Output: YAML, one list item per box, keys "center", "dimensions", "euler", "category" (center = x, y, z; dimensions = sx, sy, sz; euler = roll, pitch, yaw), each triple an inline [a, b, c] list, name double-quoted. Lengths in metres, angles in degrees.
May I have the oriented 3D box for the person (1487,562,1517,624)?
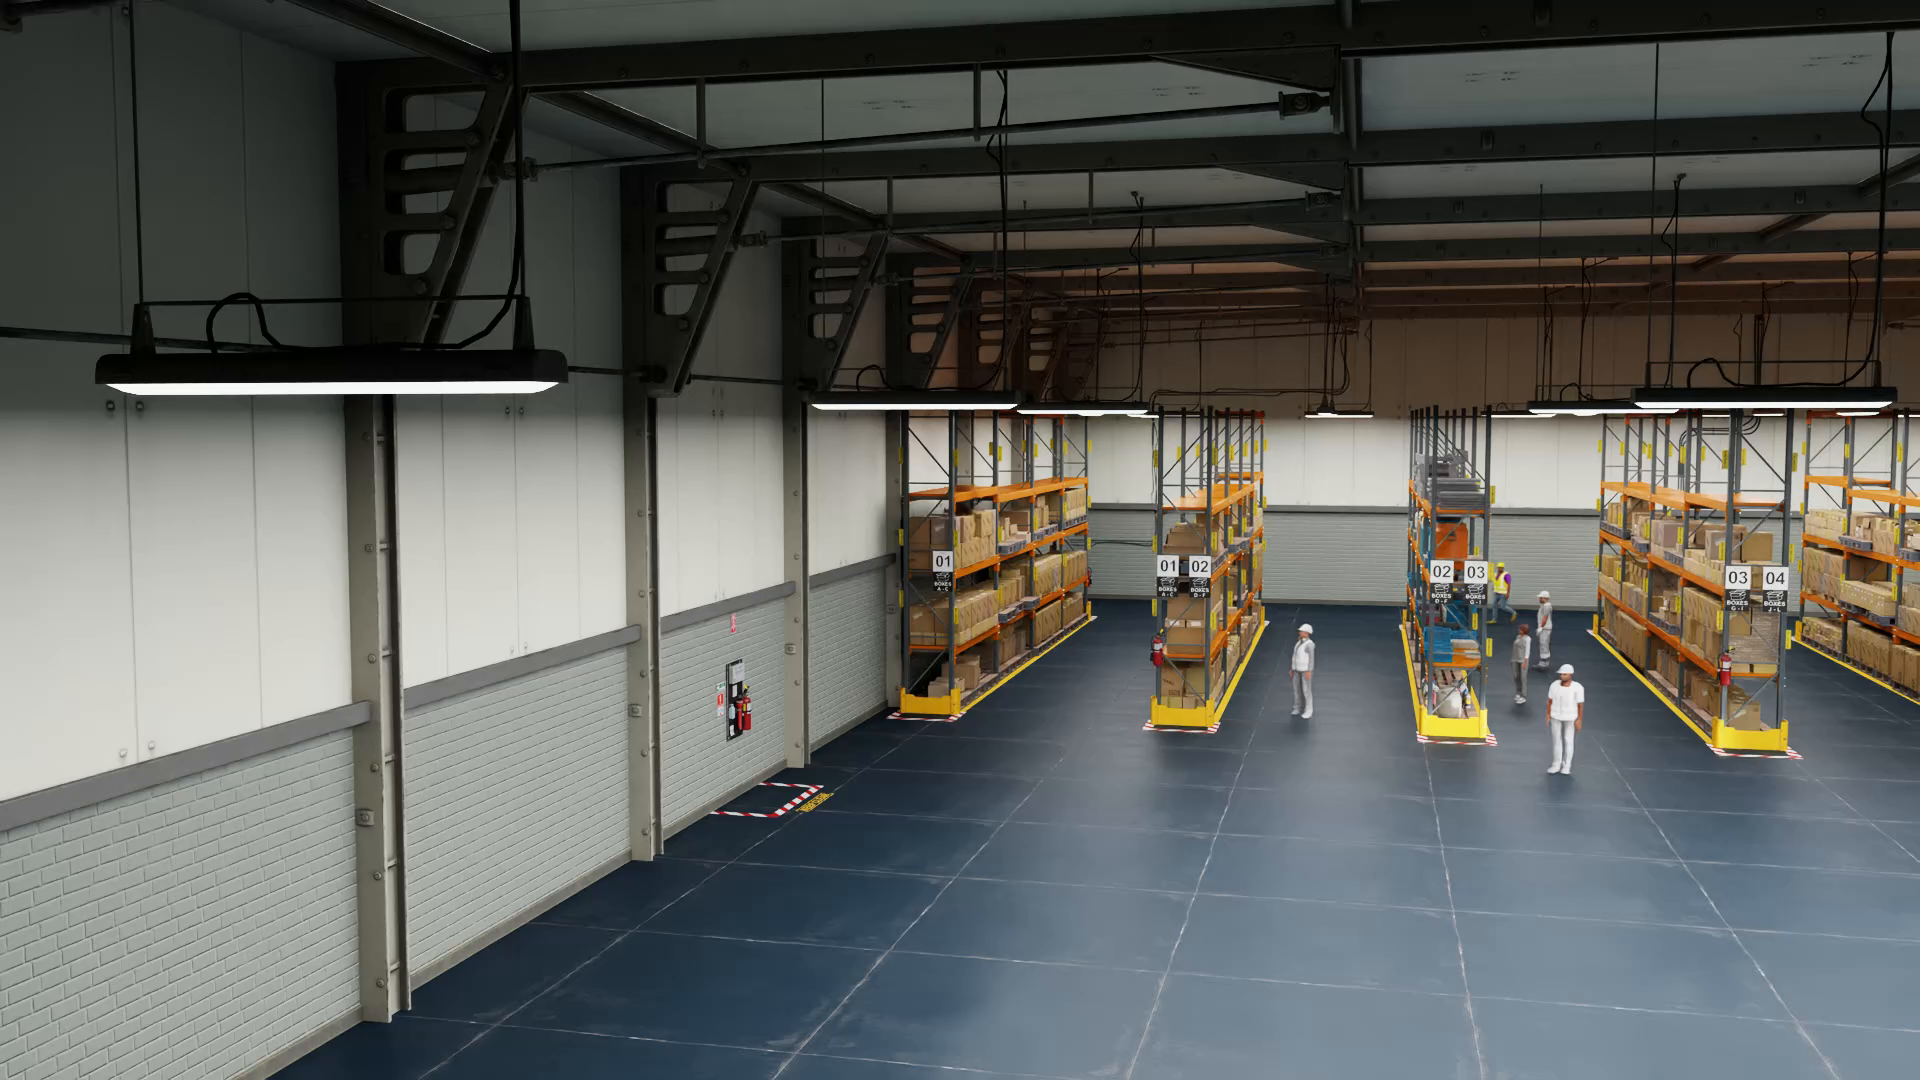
- center: [15.250, 1.495, 46.768]
  dimensions: [0.803, 1.750, 0.615]
  euler: [-2, 5, -25]
  category: "person"

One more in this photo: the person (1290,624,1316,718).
- center: [6.644, 2.522, 32.240]
  dimensions: [0.412, 1.782, 0.577]
  euler: [-3, 5, -34]
  category: "person"

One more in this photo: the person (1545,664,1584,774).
- center: [9.784, 2.894, 26.941]
  dimensions: [0.586, 1.772, 0.385]
  euler: [3, 5, 39]
  category: "person"

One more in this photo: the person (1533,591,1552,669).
- center: [13.422, 2.073, 38.309]
  dimensions: [0.397, 1.798, 0.558]
  euler: [2, 4, 22]
  category: "person"

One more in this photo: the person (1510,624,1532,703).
- center: [11.438, 2.504, 33.909]
  dimensions: [0.453, 1.609, 0.436]
  euler: [-4, 5, -41]
  category: "person"
